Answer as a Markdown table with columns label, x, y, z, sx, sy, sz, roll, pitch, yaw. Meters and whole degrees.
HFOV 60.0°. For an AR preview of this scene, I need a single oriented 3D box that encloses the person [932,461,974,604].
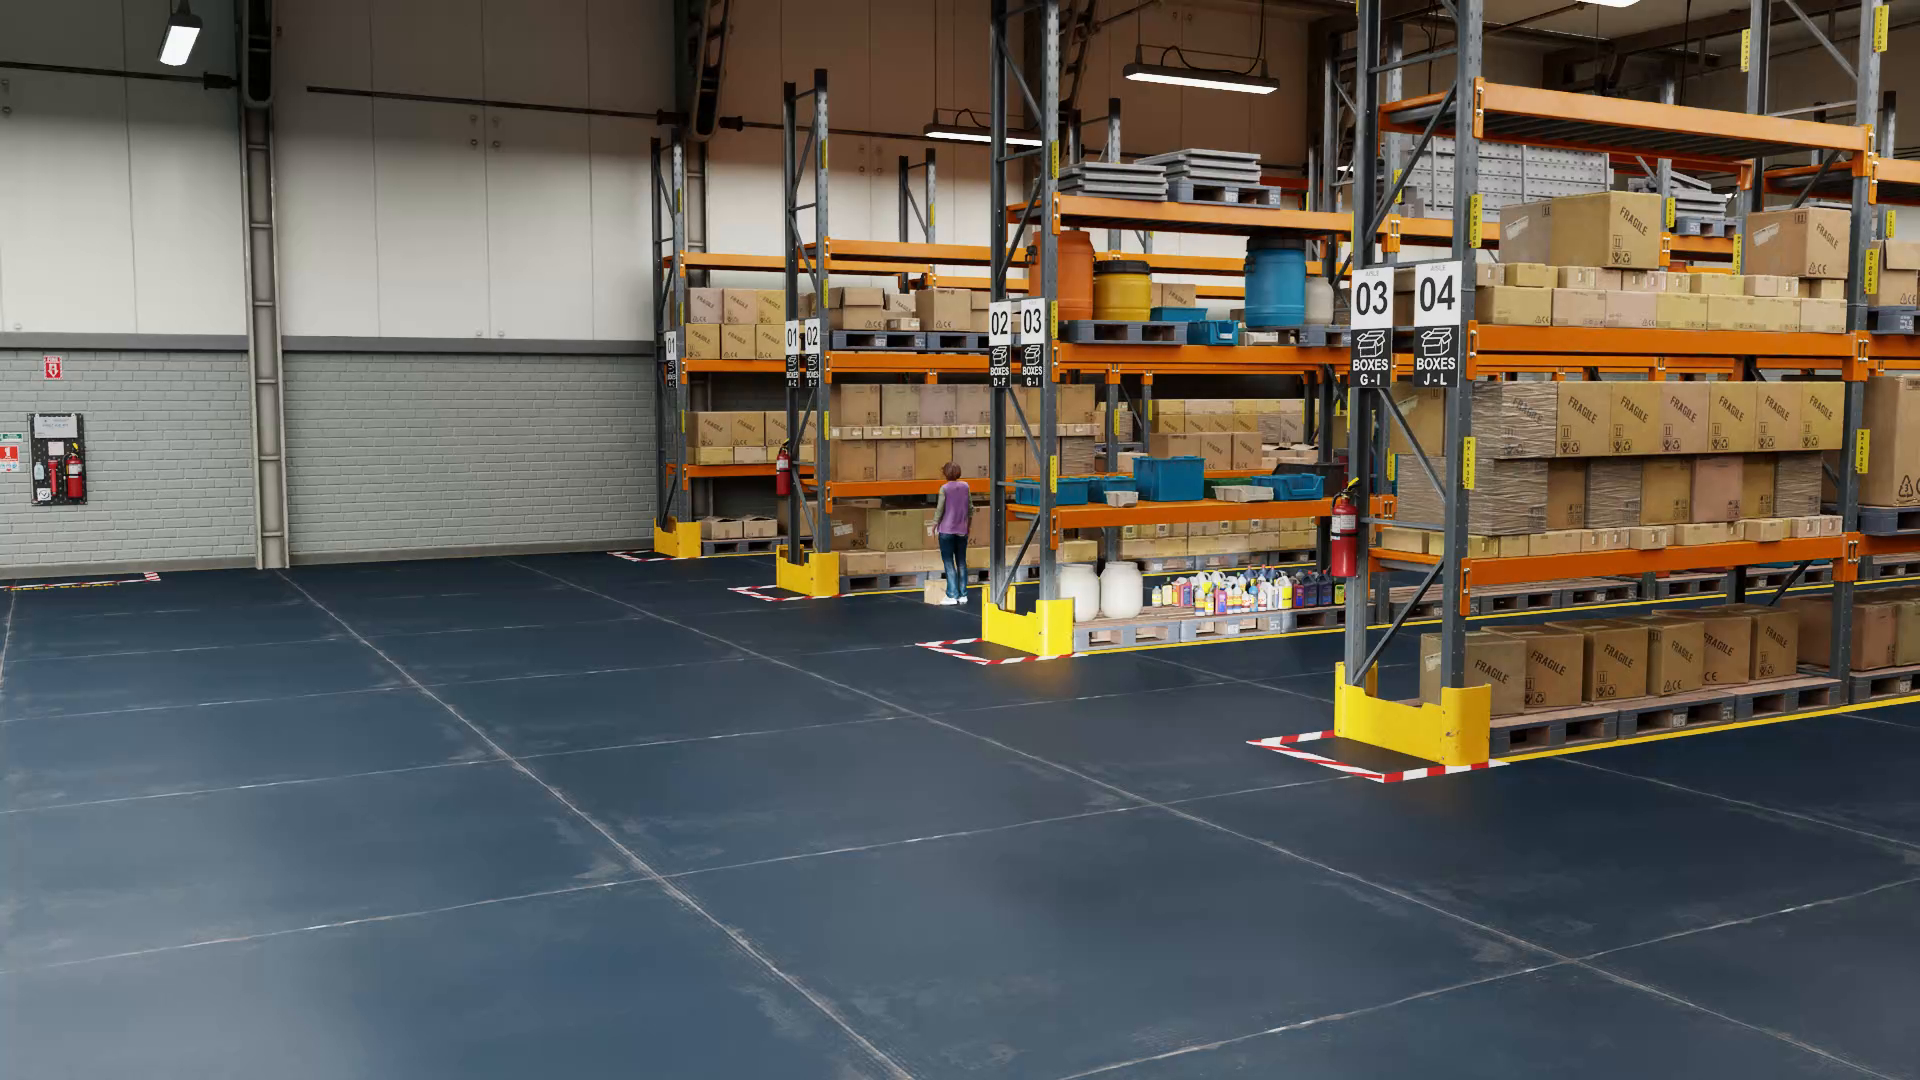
| label | x | y | z | sx | sy | sz | roll | pitch | yaw |
| --- | --- | --- | --- | --- | --- | --- | --- | --- | --- |
| person | -0.108 | -0.084 | 18.462 | 0.520 | 1.596 | 0.475 | -3 | 6 | -29 |
